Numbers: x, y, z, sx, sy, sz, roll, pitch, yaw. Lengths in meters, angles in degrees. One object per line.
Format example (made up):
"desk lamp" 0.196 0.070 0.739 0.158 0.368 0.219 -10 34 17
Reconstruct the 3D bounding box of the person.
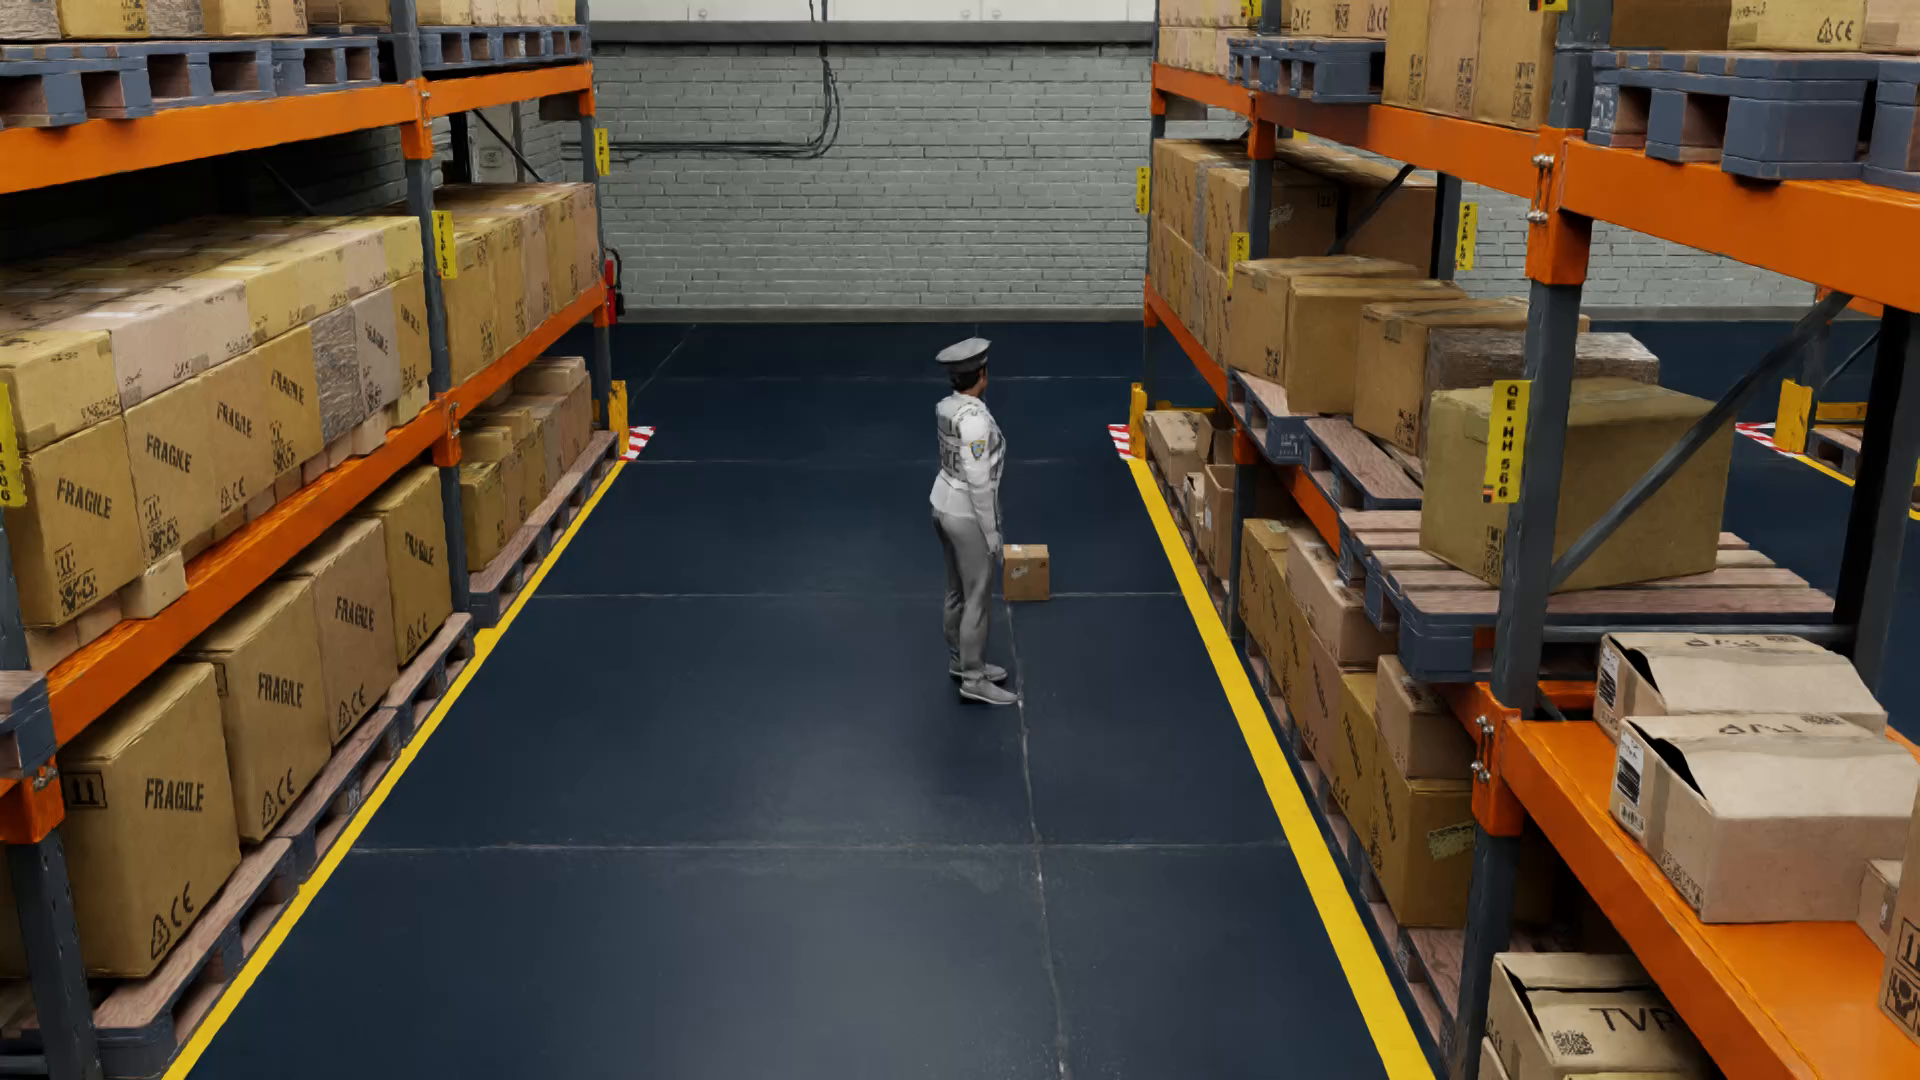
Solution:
"person" 0.056 -0.084 7.791 0.376 1.714 0.527 -6 18 -17
